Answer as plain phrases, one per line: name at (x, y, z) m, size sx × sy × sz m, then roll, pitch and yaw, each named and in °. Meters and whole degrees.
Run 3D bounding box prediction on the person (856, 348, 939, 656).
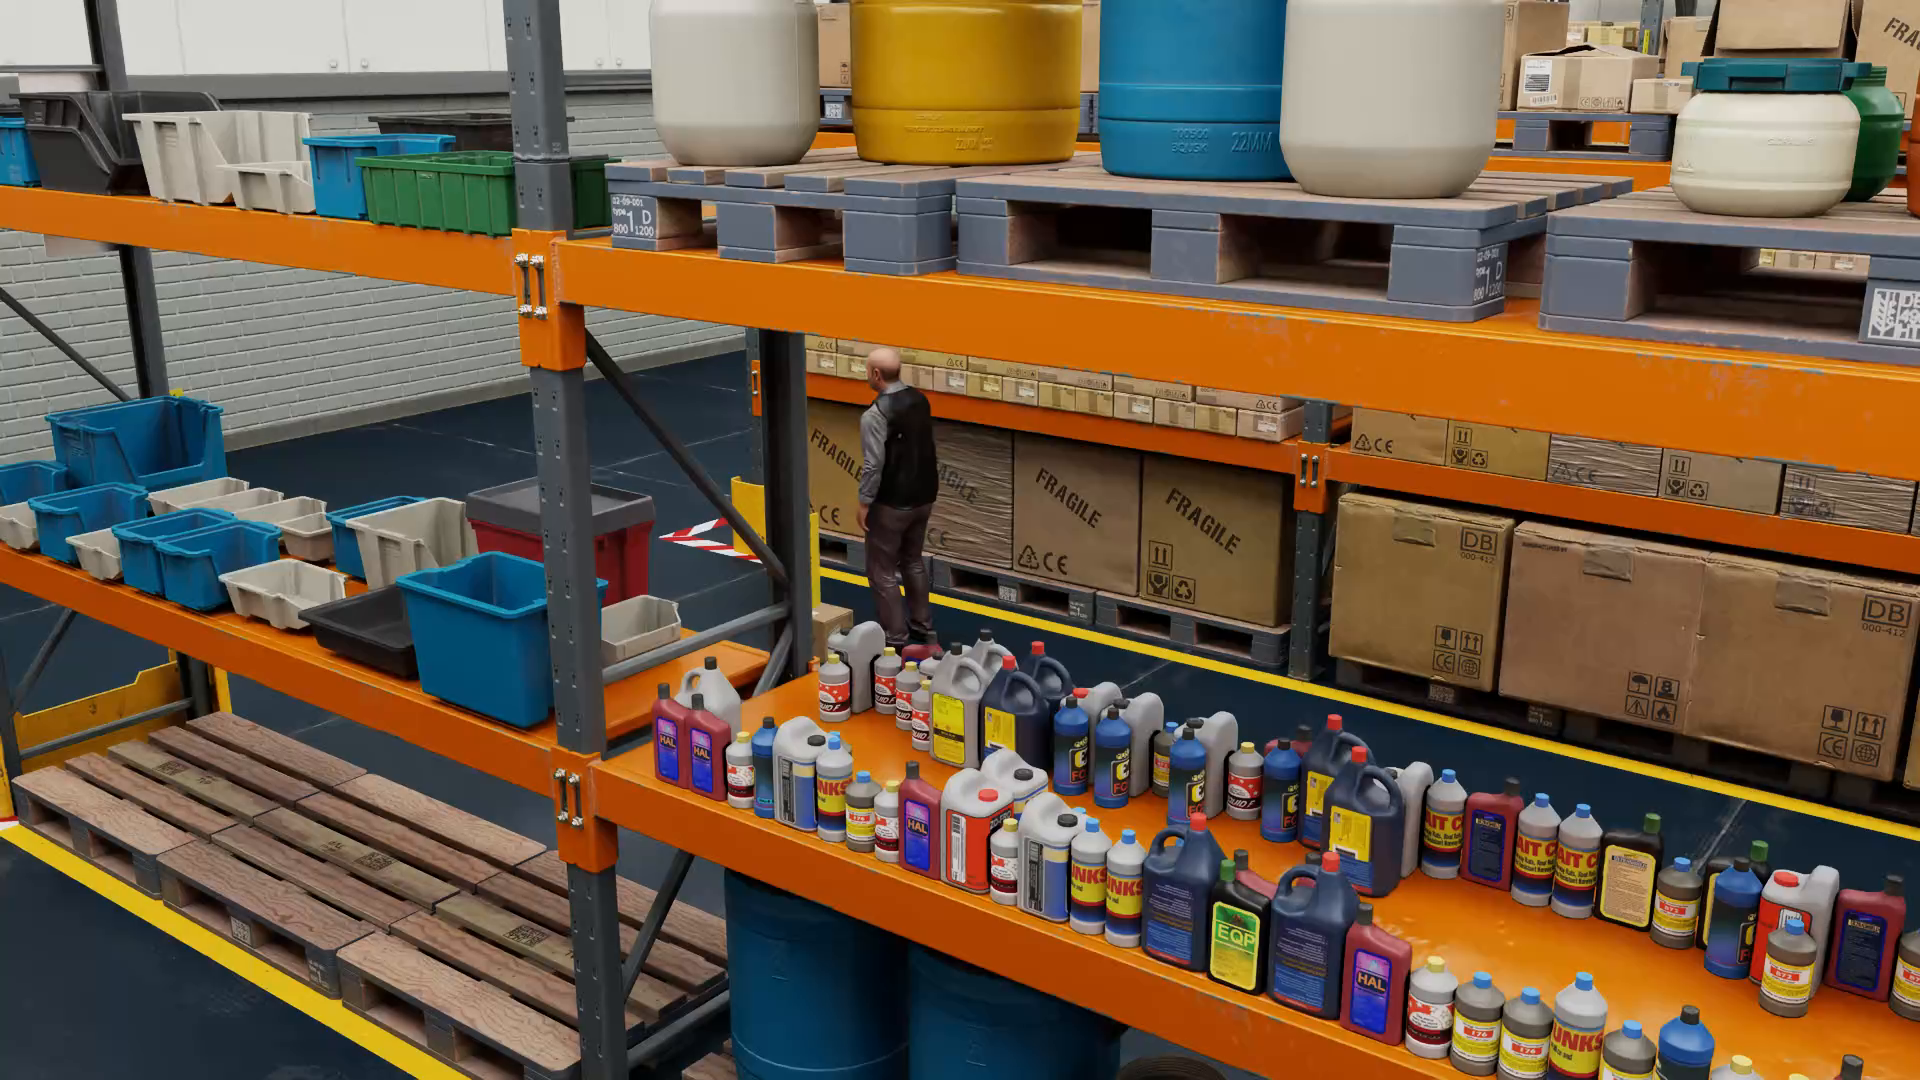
person at (-0.344, -0.216, 9.310) m, size 0.415 × 1.721 × 0.580 m, roll 12°, pitch 20°, yaw 35°
